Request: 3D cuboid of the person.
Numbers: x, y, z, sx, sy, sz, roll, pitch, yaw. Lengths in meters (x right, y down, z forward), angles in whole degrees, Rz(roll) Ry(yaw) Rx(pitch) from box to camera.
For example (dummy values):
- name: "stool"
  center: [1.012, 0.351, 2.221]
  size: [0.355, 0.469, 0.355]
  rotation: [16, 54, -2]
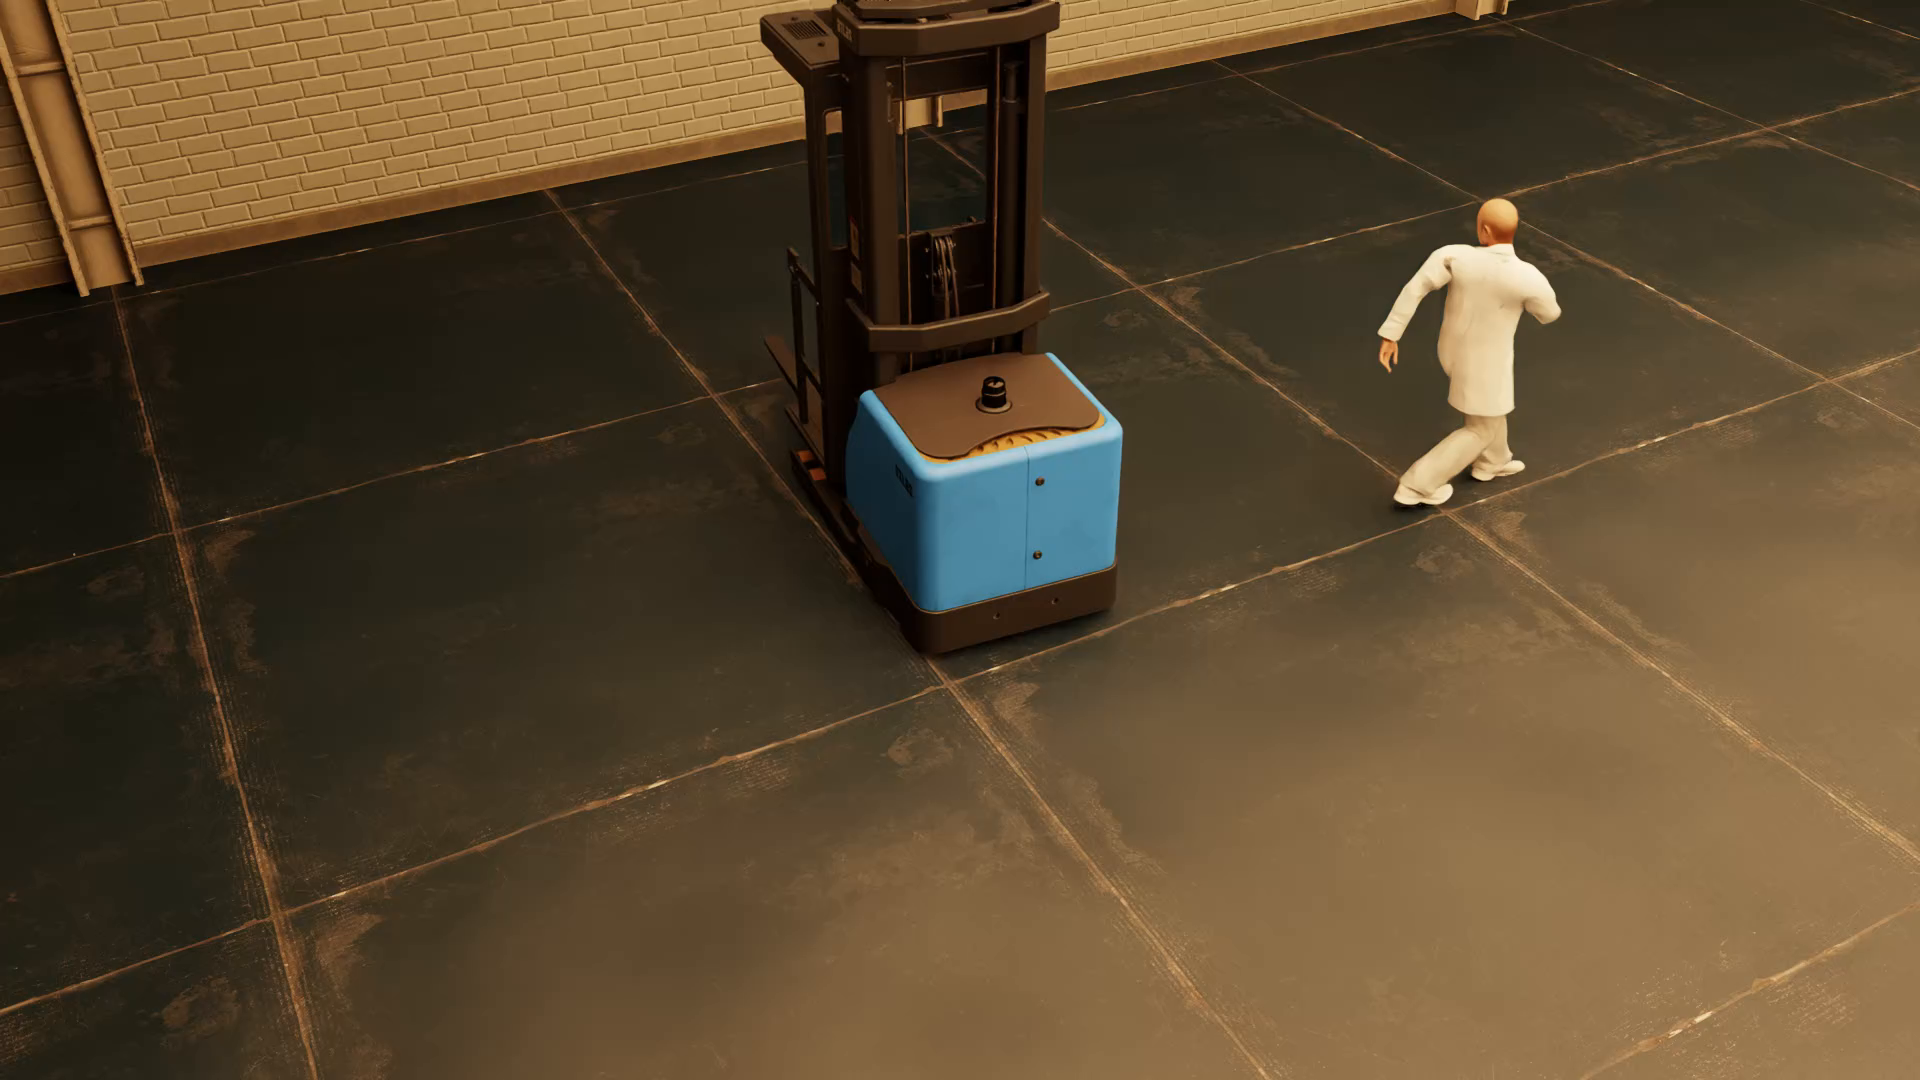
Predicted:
- name: "person"
  center: [2.679, -0.969, 8.605]
  size: [1.007, 1.706, 0.607]
  rotation: [-20, 40, -26]

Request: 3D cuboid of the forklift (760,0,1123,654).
- name: "forklift"
  center: [-0.279, -1.509, 8.257]
  size: [1.130, 2.935, 3.031]
  rotation: [-14, 37, -19]
